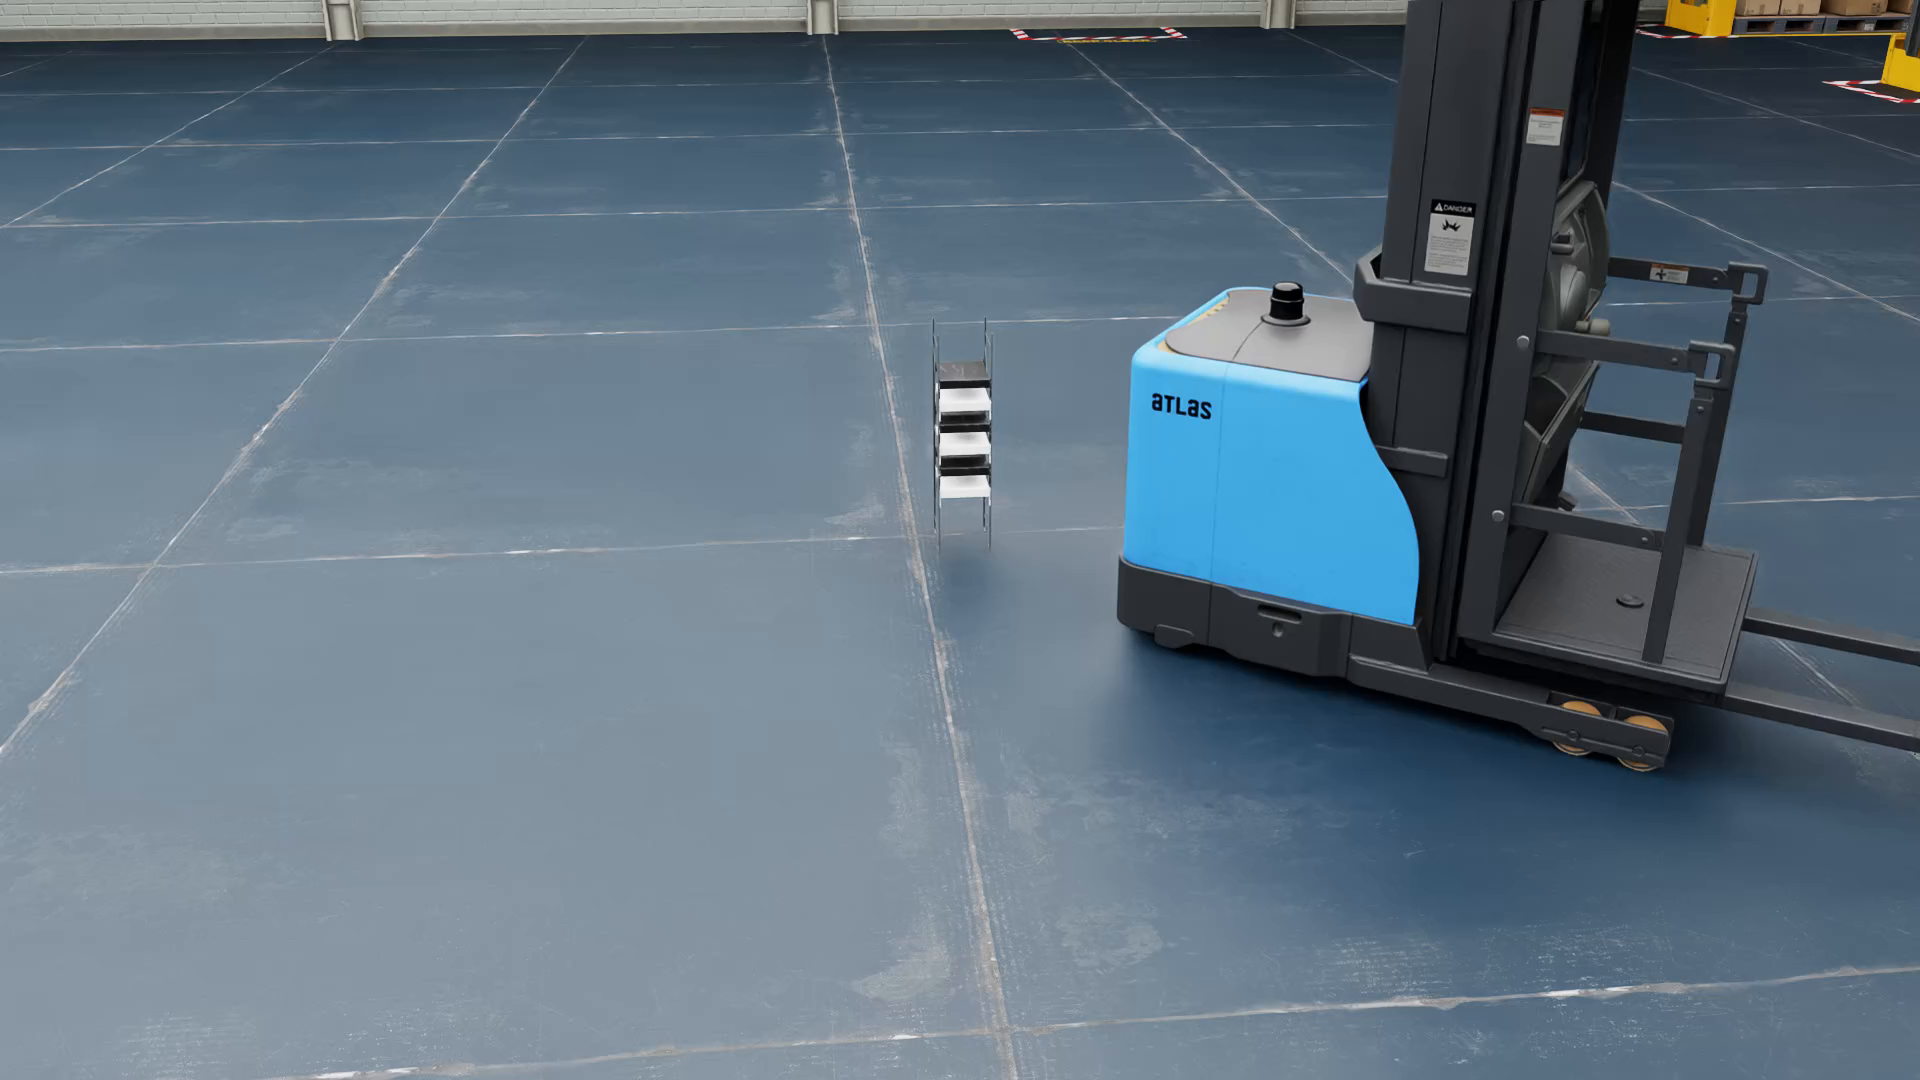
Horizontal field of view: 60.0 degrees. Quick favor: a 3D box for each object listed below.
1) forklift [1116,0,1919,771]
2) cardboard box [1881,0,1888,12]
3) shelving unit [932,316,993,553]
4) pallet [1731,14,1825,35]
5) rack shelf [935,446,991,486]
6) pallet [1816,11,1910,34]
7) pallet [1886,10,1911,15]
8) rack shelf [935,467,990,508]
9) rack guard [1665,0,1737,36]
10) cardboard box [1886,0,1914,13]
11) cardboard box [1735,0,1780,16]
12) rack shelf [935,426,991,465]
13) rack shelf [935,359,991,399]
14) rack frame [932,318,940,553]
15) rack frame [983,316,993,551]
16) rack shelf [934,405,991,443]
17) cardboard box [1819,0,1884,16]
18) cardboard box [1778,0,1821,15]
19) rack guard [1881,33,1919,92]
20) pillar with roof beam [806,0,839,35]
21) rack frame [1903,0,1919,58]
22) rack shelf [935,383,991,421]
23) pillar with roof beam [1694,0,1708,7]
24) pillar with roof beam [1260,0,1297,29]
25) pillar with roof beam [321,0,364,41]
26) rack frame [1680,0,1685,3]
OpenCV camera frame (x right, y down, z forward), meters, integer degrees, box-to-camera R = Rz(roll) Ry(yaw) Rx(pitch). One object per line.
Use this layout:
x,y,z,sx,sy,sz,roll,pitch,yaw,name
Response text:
2.102,-0.871,5.102,3.031,2.935,1.130,13,27,26,forklift
11.946,-7.033,21.848,0.250,0.149,0.380,-4,24,-9,cardboard box
0.008,-0.412,6.568,0.210,0.900,0.258,-2,24,-5,shelving unit
10.446,-6.778,21.738,1.213,0.211,1.003,-2,24,-5,pallet
0.008,-0.299,6.618,0.200,0.077,0.258,-2,24,-5,rack shelf
11.657,-6.825,21.845,1.213,0.211,1.003,-2,24,-5,pallet
12.874,-6.875,21.958,1.213,0.211,1.003,-2,24,-5,pallet
0.008,-0.217,6.655,0.200,0.077,0.258,-2,24,-5,rack shelf
9.634,-6.891,21.639,0.348,0.500,1.175,-2,24,-5,rack guard
12.510,-7.191,21.772,0.500,0.500,0.500,-4,24,-9,cardboard box
10.256,-6.994,21.562,0.500,0.311,0.500,-5,24,-11,cardboard box
0.008,-0.381,6.581,0.200,0.077,0.258,-2,24,-5,rack shelf
0.008,-0.628,6.472,0.200,0.077,0.258,-2,24,-5,rack shelf
-0.093,-0.407,6.559,0.006,0.900,0.240,-2,24,-5,rack frame
0.109,-0.416,6.577,0.006,0.900,0.240,-2,24,-5,rack frame
0.008,-0.463,6.545,0.200,0.077,0.258,-2,24,-5,rack shelf
11.558,-7.112,21.595,0.500,0.500,0.700,-4,24,-8,cardboard box
10.823,-7.017,21.613,0.500,0.311,0.500,0,24,-1,cardboard box
10.025,-4.885,17.126,0.348,0.500,1.175,-2,24,-5,rack guard
-1.349,-8.930,15.763,0.400,9.000,9.100,-2,24,-5,pillar with roof beam
10.049,-6.028,16.620,0.127,3.000,1.000,-2,24,-5,rack frame
0.008,-0.546,6.508,0.200,0.077,0.258,-2,24,-5,rack shelf
10.593,-9.410,16.841,0.400,9.000,9.100,-2,24,-5,pillar with roof beam
4.622,-9.170,16.302,0.400,9.000,9.100,-2,24,-5,pillar with roof beam
-7.320,-8.691,15.224,0.400,9.000,9.100,-2,24,-5,pillar with roof beam
9.559,-8.031,21.124,0.127,3.000,1.000,-2,24,-5,rack frame
